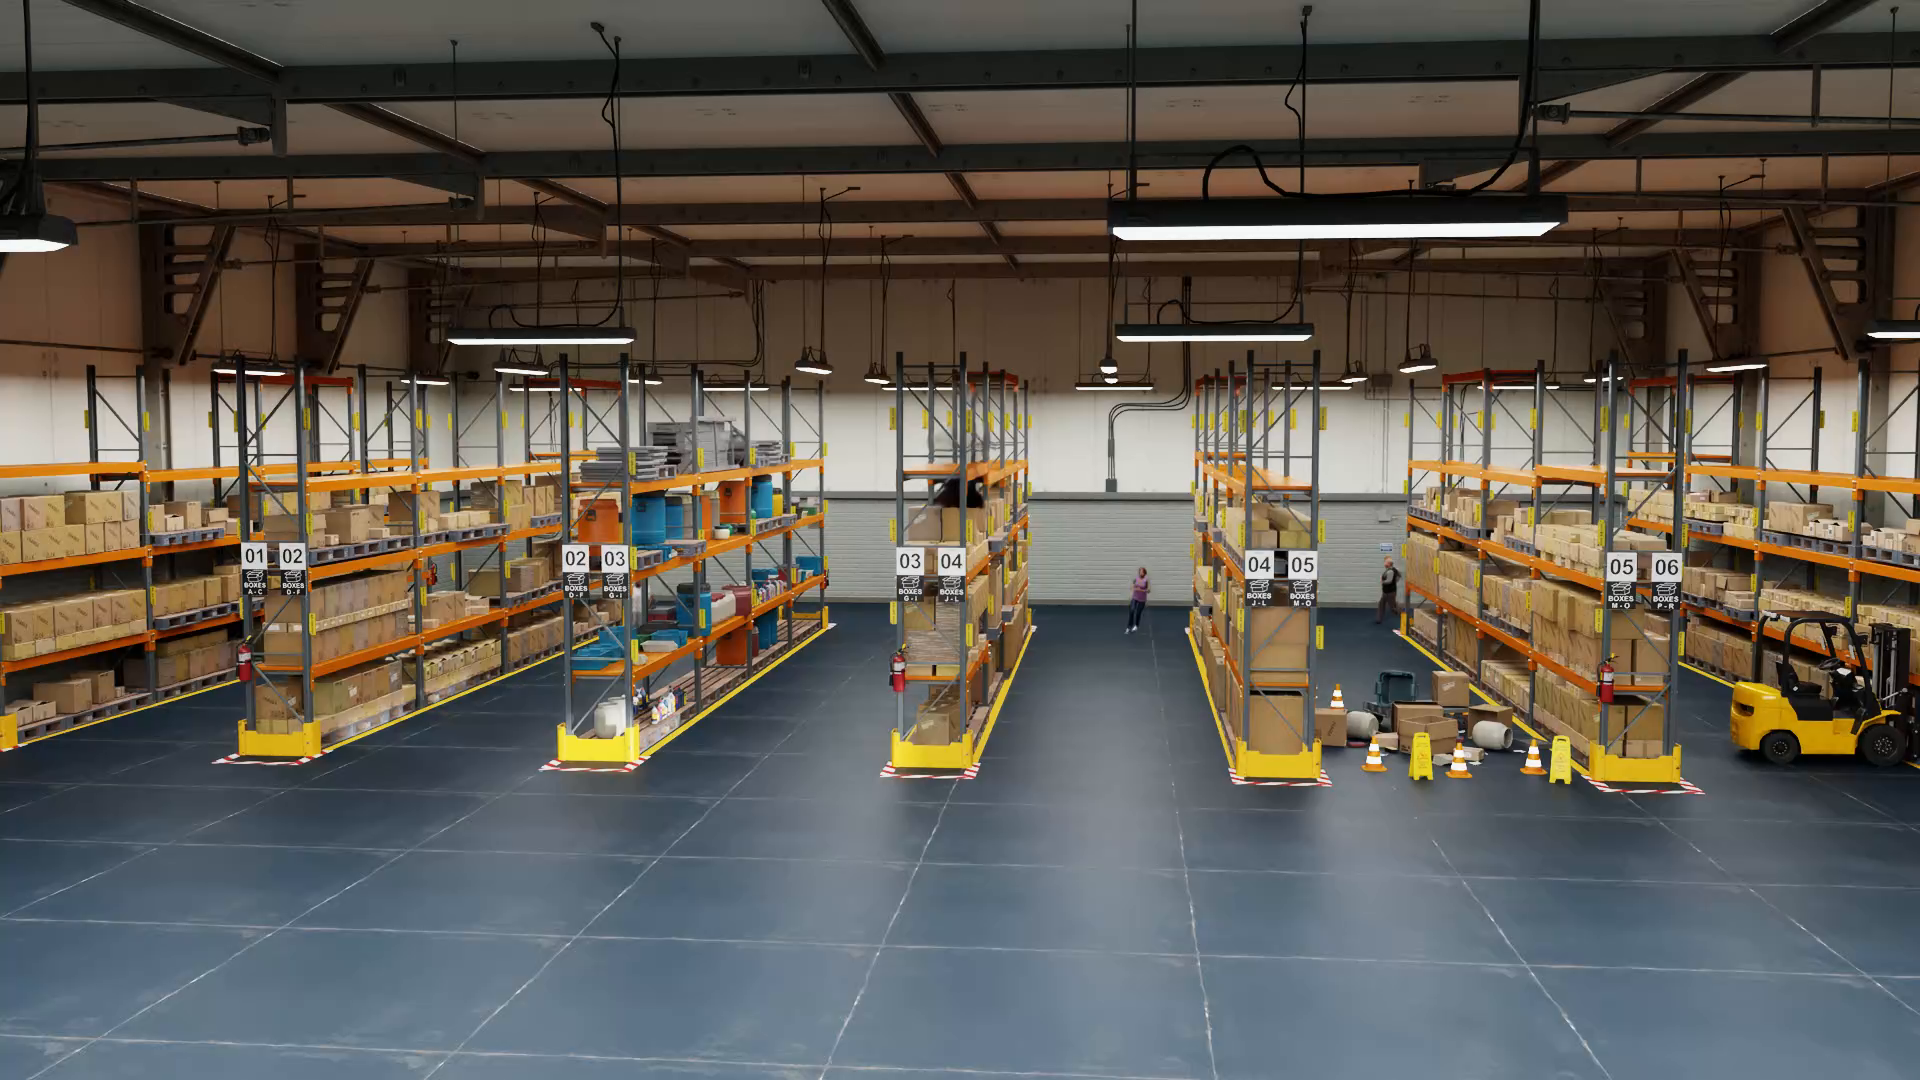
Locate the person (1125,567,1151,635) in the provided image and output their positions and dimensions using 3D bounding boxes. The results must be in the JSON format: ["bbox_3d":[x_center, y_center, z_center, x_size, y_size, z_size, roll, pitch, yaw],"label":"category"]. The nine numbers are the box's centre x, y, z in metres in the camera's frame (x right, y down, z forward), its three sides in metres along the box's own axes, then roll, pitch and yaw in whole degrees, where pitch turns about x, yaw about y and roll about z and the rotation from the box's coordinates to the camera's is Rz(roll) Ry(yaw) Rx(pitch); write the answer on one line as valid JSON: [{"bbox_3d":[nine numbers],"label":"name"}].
[{"bbox_3d":[4.246,1.440,39.264,0.598,1.624,0.640,2,4,20],"label":"person"}]

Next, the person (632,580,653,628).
[{"bbox_3d":[-7.019,1.590,36.284,0.556,1.721,0.652,0,4,0],"label":"person"}]

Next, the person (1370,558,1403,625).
[{"bbox_3d":[10.434,1.226,40.406,0.923,1.591,0.710,1,4,19],"label":"person"}]
